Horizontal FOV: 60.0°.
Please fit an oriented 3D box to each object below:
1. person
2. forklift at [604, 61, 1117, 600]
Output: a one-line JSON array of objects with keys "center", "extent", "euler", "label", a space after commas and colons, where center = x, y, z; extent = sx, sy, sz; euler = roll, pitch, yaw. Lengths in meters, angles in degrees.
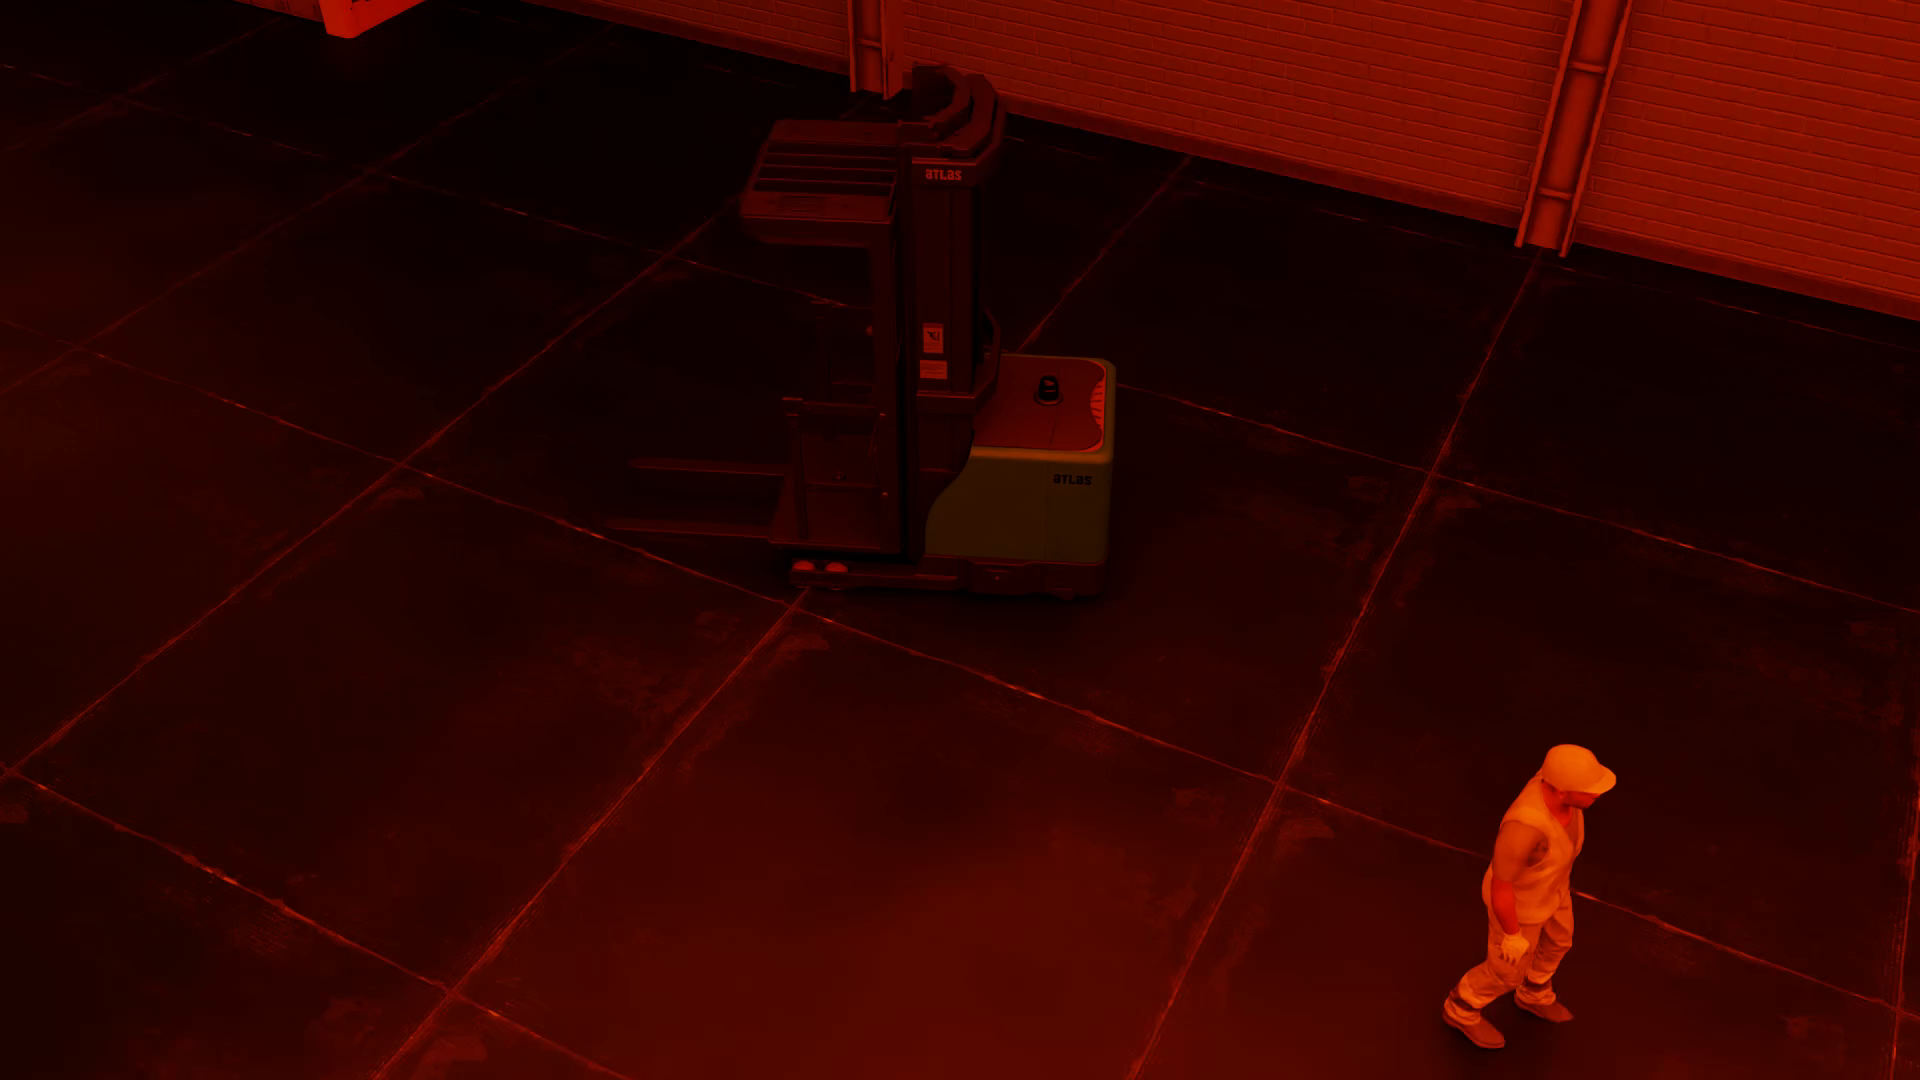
[{"center": [2.481, 1.564, 7.064], "extent": [0.513, 1.819, 0.629], "euler": [28, 47, 29], "label": "person"}, {"center": [-0.606, -1.157, 9.360], "extent": [3.031, 2.935, 1.130], "euler": [3, 40, 4], "label": "forklift"}]
